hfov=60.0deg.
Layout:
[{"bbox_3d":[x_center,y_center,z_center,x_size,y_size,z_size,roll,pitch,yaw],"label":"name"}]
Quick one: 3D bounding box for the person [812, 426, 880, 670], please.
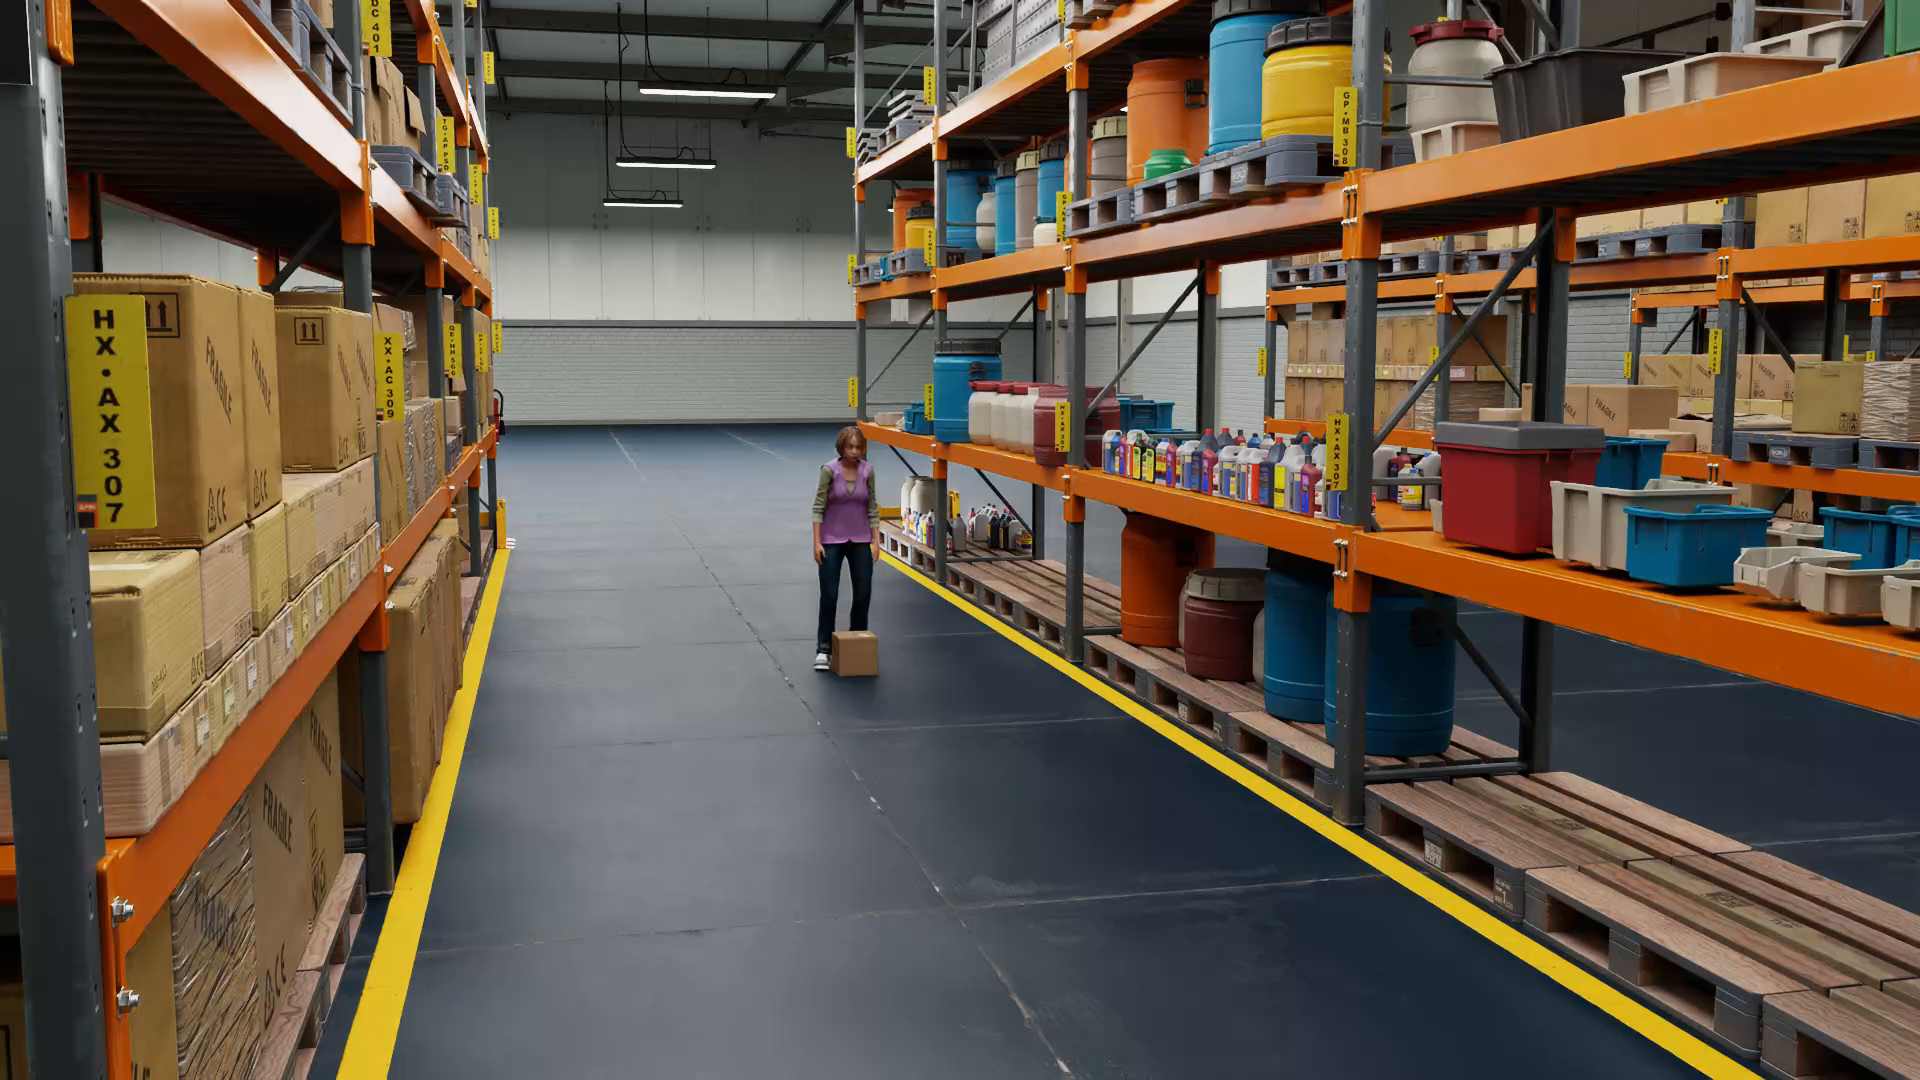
[{"bbox_3d":[-0.752,0.046,10.965,0.475,1.592,0.345,-2,7,-17],"label":"person"}]
